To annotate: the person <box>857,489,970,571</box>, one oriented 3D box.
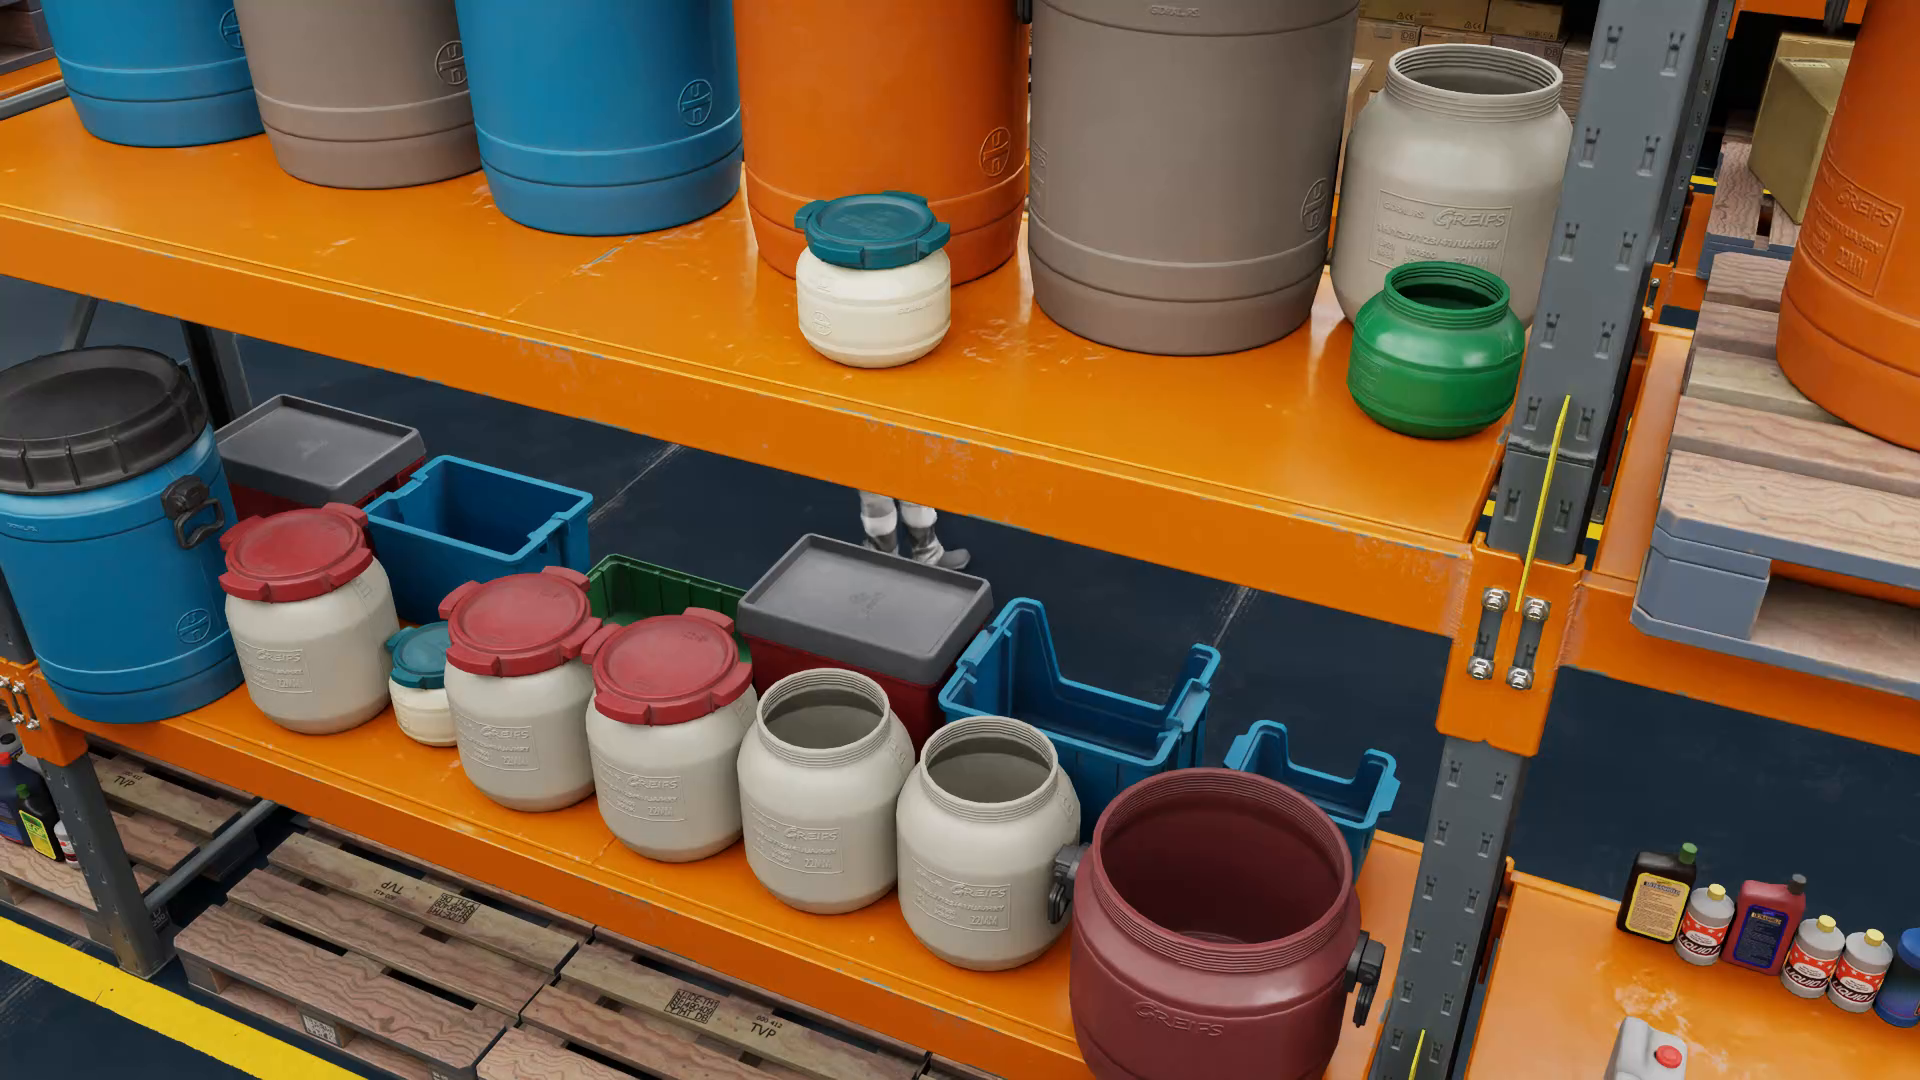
[{"bbox_3d":[-0.295,-0.636,7.052,0.665,1.788,0.423,-11,35,-16],"label":"person"}]
